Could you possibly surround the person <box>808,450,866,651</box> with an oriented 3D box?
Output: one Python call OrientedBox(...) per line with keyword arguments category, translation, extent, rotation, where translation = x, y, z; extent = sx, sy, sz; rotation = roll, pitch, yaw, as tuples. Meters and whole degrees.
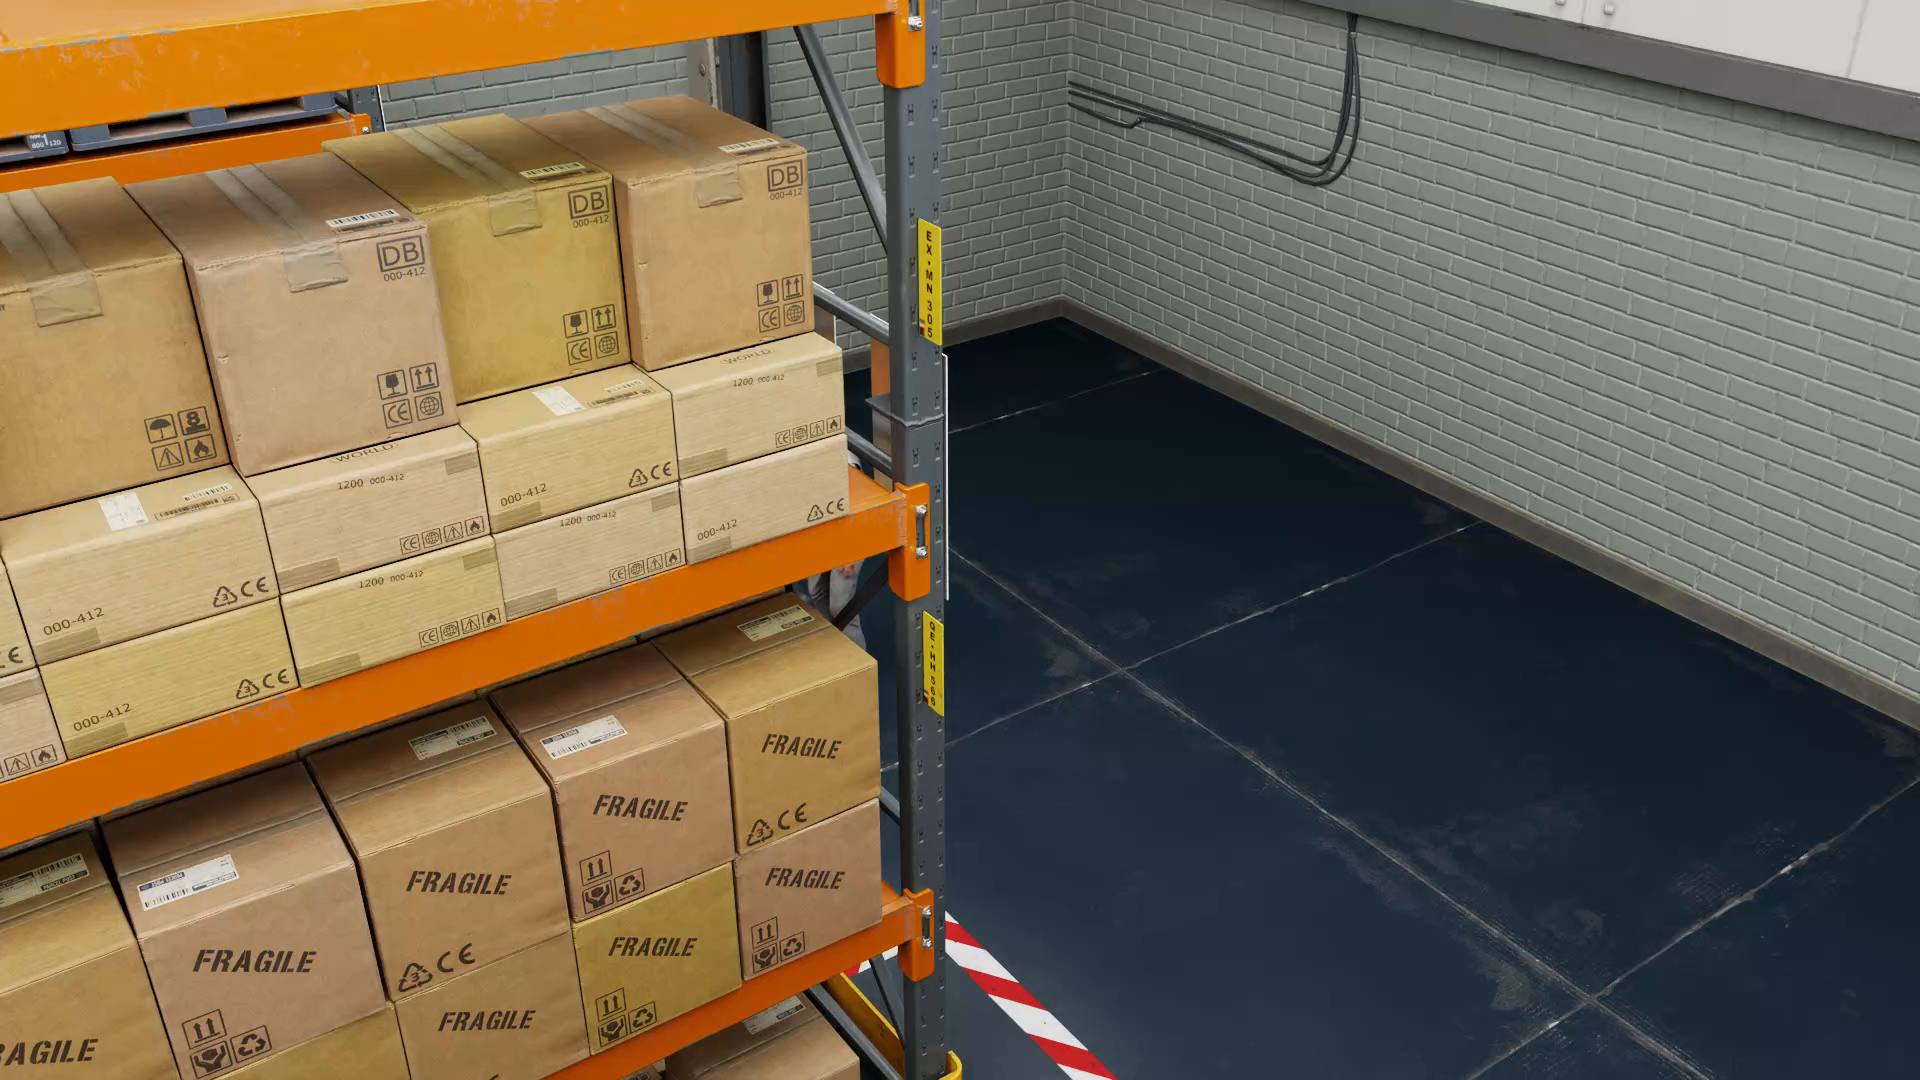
OrientedBox(category="person", translation=(-0.655, 0.017, 8.604), extent=(0.341, 1.594, 0.482), rotation=(-21, 35, -32))
